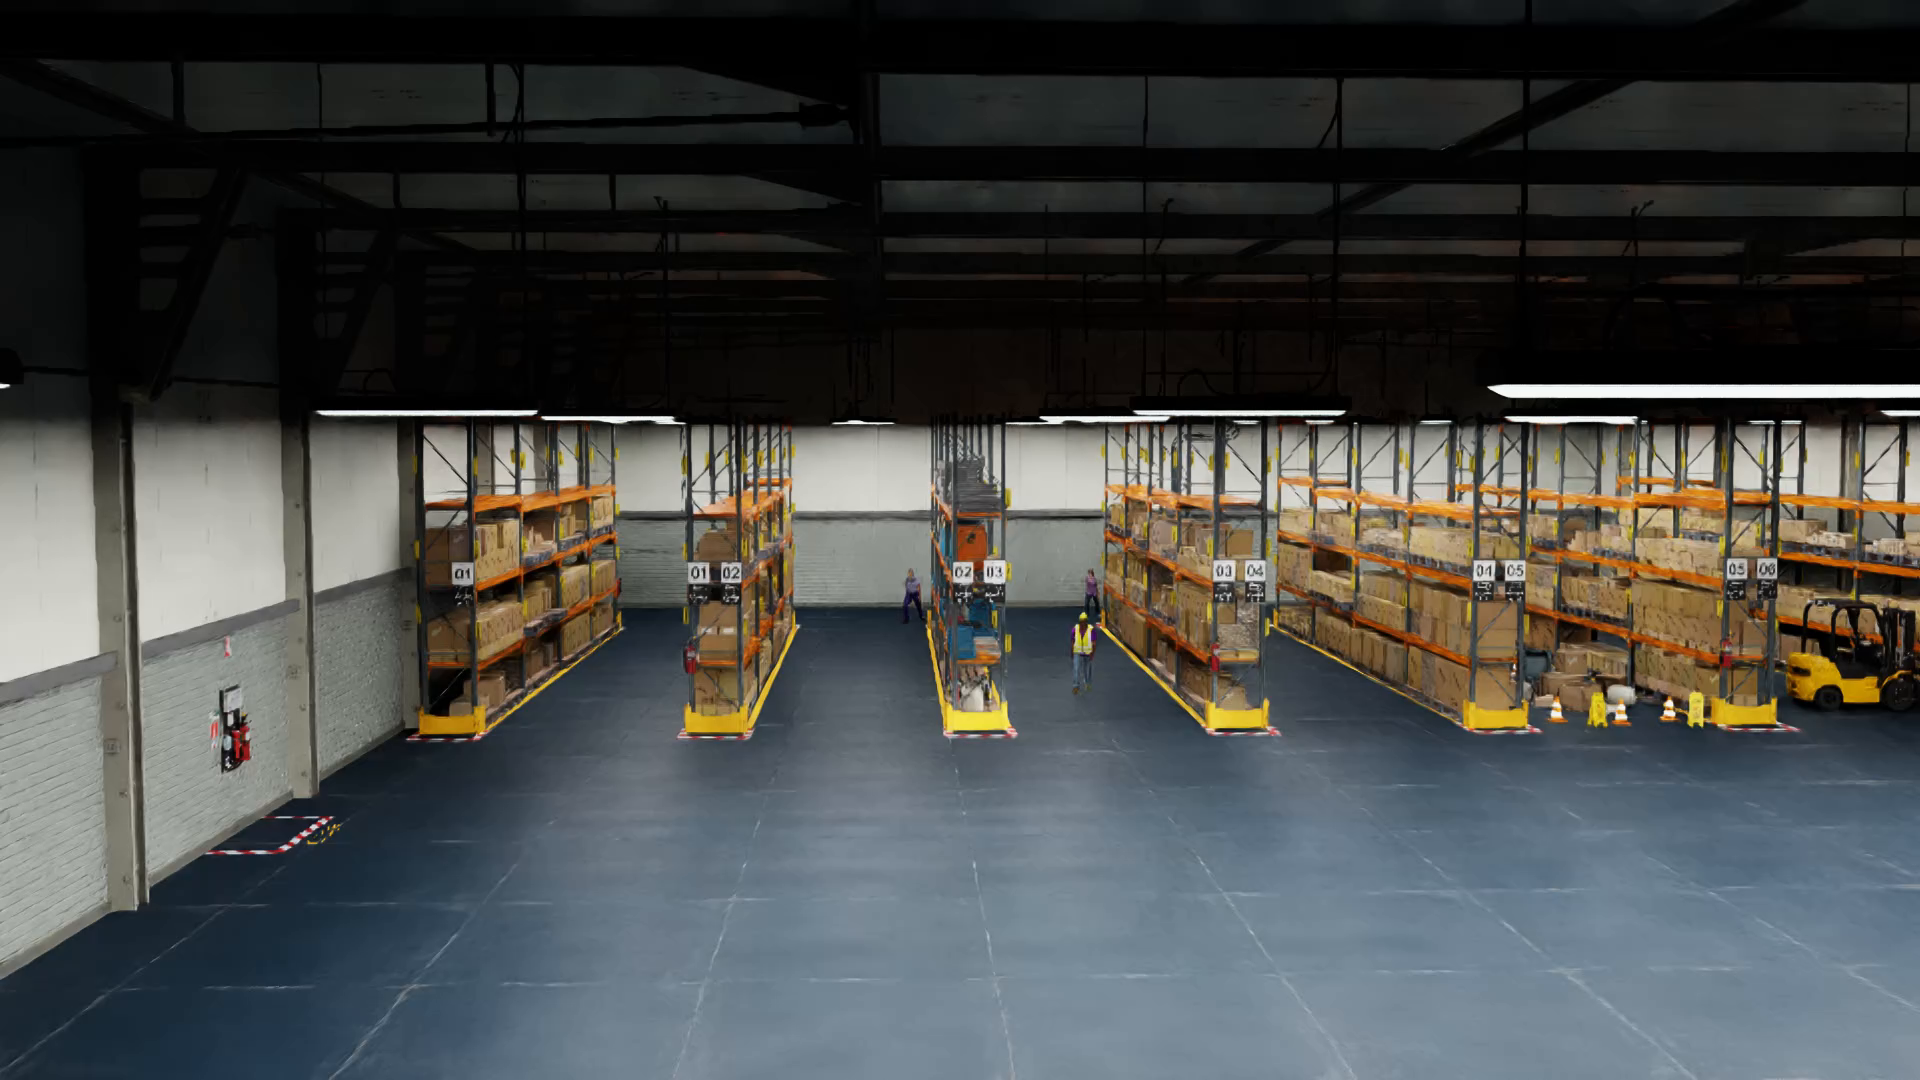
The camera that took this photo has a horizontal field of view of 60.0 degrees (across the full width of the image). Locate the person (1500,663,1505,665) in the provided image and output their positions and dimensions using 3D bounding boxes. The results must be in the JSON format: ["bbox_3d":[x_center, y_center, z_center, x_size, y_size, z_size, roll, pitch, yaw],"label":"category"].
[{"bbox_3d":[12.235,2.266,37.963,0.499,1.724,0.578,2,4,26],"label":"person"}]

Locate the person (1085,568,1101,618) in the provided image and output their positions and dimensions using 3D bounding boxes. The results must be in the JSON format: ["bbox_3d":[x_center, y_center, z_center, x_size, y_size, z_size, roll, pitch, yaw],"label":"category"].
[{"bbox_3d":[3.946,1.585,49.458,0.458,1.531,0.876,1,4,20],"label":"person"}]

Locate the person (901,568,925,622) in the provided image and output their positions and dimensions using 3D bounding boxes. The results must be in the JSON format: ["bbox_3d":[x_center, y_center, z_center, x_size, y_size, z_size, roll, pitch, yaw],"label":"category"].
[{"bbox_3d":[-1.359,1.608,48.817,0.534,1.582,0.940,1,4,19],"label":"person"}]

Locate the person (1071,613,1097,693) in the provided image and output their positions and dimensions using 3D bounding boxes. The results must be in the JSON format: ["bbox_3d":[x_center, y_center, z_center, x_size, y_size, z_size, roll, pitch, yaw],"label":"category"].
[{"bbox_3d":[2.668,2.418,35.895,0.570,1.708,1.041,0,4,6],"label":"person"}]

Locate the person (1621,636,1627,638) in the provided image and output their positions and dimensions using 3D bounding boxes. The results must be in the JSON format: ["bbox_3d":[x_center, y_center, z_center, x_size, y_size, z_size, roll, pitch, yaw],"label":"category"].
[{"bbox_3d":[18.104,1.837,44.684,0.553,1.661,0.601,1,4,12],"label":"person"}]
